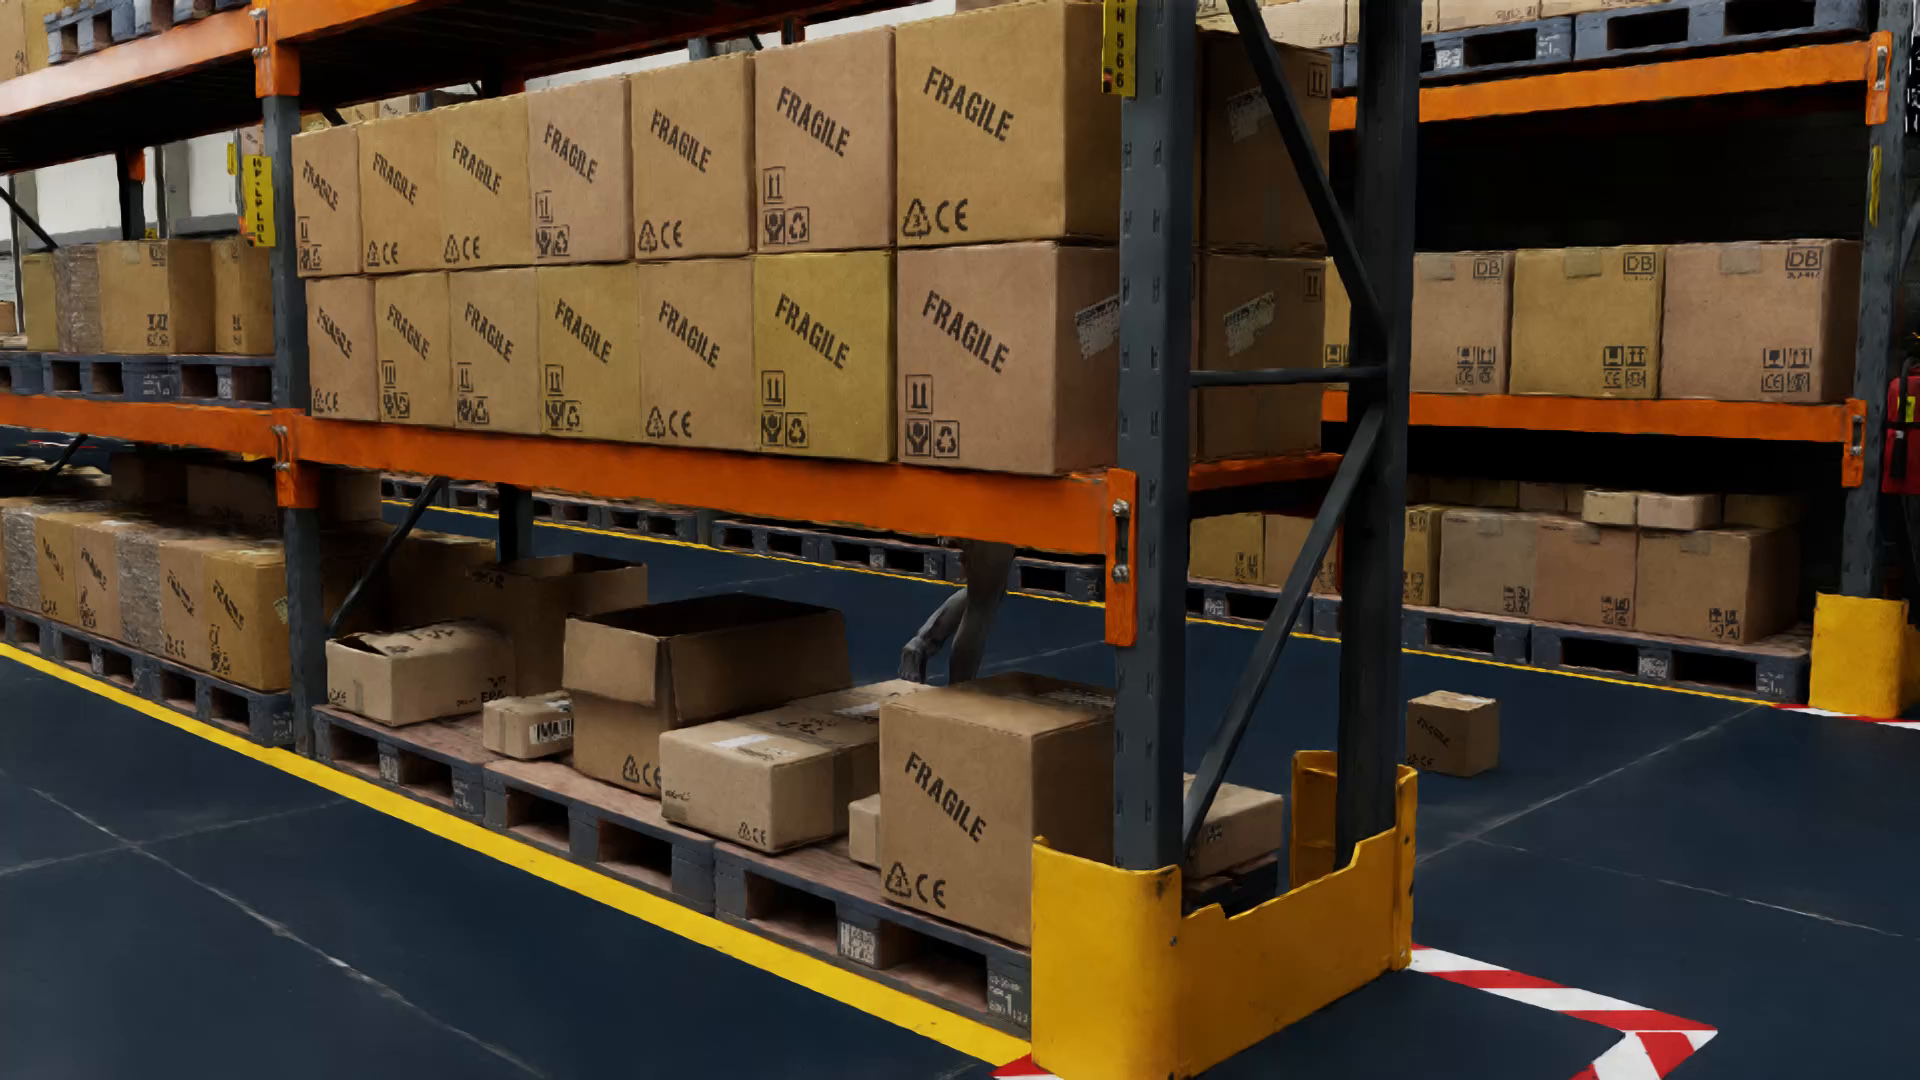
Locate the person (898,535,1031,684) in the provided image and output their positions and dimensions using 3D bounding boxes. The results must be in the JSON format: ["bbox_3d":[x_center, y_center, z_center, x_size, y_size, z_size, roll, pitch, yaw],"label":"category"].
[{"bbox_3d":[0.061,-0.069,6.813,0.469,1.628,0.667,-4,8,-30],"label":"person"}]
